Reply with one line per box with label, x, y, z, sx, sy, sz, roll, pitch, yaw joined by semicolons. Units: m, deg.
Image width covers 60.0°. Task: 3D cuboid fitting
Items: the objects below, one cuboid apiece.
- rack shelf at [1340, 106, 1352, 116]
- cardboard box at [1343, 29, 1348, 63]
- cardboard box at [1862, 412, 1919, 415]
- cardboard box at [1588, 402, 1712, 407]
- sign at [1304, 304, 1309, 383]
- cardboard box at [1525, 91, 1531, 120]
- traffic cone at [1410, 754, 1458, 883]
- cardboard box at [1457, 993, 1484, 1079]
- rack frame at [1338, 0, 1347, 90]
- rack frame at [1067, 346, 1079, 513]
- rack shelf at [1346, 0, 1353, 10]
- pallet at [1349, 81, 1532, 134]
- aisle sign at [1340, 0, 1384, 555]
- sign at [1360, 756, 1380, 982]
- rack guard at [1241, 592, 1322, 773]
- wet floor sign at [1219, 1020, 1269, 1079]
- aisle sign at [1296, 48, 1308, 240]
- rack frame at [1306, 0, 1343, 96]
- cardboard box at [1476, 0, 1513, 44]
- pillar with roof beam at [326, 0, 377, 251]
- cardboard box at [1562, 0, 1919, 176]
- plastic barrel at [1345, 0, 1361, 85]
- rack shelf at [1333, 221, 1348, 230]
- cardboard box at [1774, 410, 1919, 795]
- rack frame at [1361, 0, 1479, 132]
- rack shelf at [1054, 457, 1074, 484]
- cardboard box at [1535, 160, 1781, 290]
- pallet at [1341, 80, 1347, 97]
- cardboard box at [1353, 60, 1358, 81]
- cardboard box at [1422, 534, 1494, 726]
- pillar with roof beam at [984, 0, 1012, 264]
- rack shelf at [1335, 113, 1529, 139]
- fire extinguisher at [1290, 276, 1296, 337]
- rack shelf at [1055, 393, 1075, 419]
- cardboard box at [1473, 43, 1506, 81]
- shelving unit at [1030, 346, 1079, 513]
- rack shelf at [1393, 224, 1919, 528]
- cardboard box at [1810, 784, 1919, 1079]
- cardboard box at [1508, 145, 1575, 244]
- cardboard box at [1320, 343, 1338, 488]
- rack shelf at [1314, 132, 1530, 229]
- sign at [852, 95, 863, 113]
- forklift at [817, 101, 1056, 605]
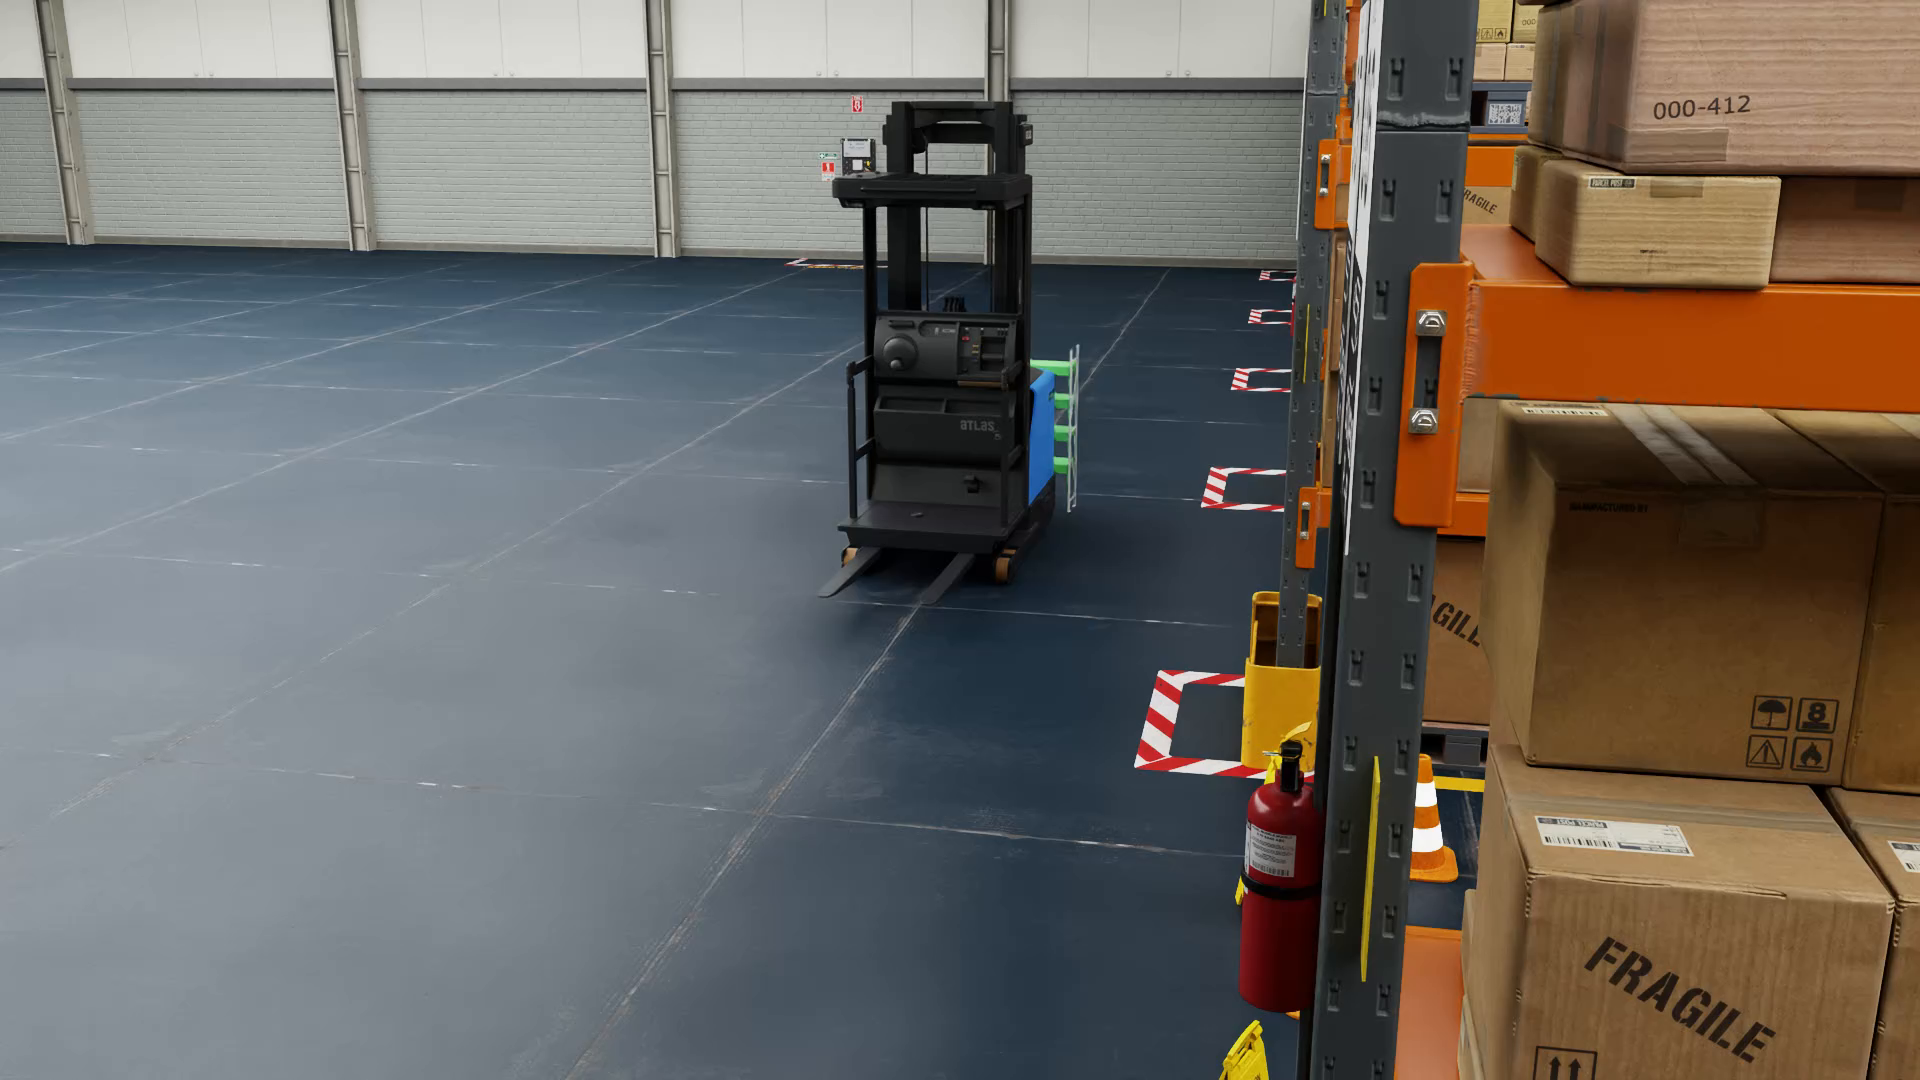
rack shelf;5.641;-4.115;16.457;4.000;0.370;1.077;3;16;11
cardboard box;5.985;-7.615;25.648;0.500;0.500;0.500;2;16;7
cardboard box;4.114;-0.494;7.374;0.550;0.550;0.875;3;16;11
cardboard box;3.047;-0.513;7.444;0.550;0.550;0.875;3;16;11
sign;1.490;-0.845;7.154;0.005;0.325;0.100;3;16;11
cardboard box;4.106;-3.054;11.559;0.500;0.250;0.500;3;16;11
traffic cone;1.844;1.088;6.699;0.334;0.463;0.336;3;16;11
cardboard box;1.011;0.959;2.882;0.250;0.149;0.380;3;16;11
rack frame;2.694;-4.718;11.667;0.127;3.000;1.000;3;16;11
rack frame;0.826;-0.806;12.153;0.015;1.200;0.240;4;16;15
rack shelf;6.632;-6.663;20.787;4.000;0.370;1.077;3;16;11
pallet;2.336;-1.901;7.282;1.213;0.211;1.003;3;16;11
aisle sign;0.597;-0.409;2.481;0.004;0.787;0.394;3;16;11
sign;0.612;0.490;2.481;0.005;0.325;0.100;3;16;11
rack guard;1.583;0.669;8.142;0.348;0.500;1.175;3;16;11
wet floor sign;0.747;1.610;4.470;0.232;0.644;0.267;9;18;30
aisle sign;1.478;-1.713;7.186;0.004;0.787;0.394;3;16;11
rack frame;1.607;-3.426;7.002;0.127;3.000;1.000;3;16;11
cardboard box;2.029;-2.209;6.979;0.500;0.250;0.500;3;16;11
pillar with roof beam;-11.983;-8.626;25.774;0.400;9.000;9.100;3;16;11
cardboard box;1.159;-0.655;2.341;0.500;0.250;0.500;3;16;10
plastic barrel;4.183;-4.985;16.658;0.708;0.830;0.600;3;16;11
rack shelf;6.632;-3.965;21.534;4.000;0.370;1.077;3;16;11
cardboard box;1.758;0.091;2.926;0.500;0.500;0.700;3;16;12
rack frame;0.720;-2.126;2.308;0.127;3.000;1.000;3;16;11
rack shelf;0.591;-0.530;12.297;0.480;0.148;0.258;4;16;15
cardboard box;0.980;-0.456;2.372;0.250;0.149;0.380;3;16;11
pallet;5.360;-5.777;21.274;1.213;0.211;1.003;3;16;11
cardboard box;2.918;-3.317;11.763;0.250;0.149;0.380;3;16;11
cardboard box;2.285;0.306;7.963;0.875;0.875;0.875;3;16;11
pillar with roof beam;-0.224;-7.987;23.470;0.400;9.000;9.100;3;16;11
rack shelf;4.654;-2.819;11.779;4.000;0.370;1.077;3;16;11
fire extinguisher;2.674;-1.916;12.935;0.183;0.674;0.296;3;16;11
rack shelf;0.591;-0.993;12.169;0.480;0.148;0.258;4;16;15
cardboard box;2.129;-1.994;6.950;0.250;0.149;0.380;3;16;12
shelving unit;0.591;-0.823;12.216;0.503;1.200;0.258;4;16;15
rack shelf;2.679;-0.227;2.421;4.000;0.370;1.077;3;16;11
cardboard box;1.637;0.699;2.607;0.500;0.500;0.500;4;16;13
cardboard box;1.125;-0.613;2.938;0.250;0.149;0.380;3;16;11
cardboard box;1.980;-0.599;7.755;0.550;0.550;0.875;3;16;11
rack shelf;3.567;-1.527;7.115;4.000;0.370;1.077;3;16;11
sign;-1.768;-7.507;28.633;0.199;0.298;0.001;3;16;11
forklift;-0.142;-1.250;10.514;1.130;2.935;3.031;4;16;13
